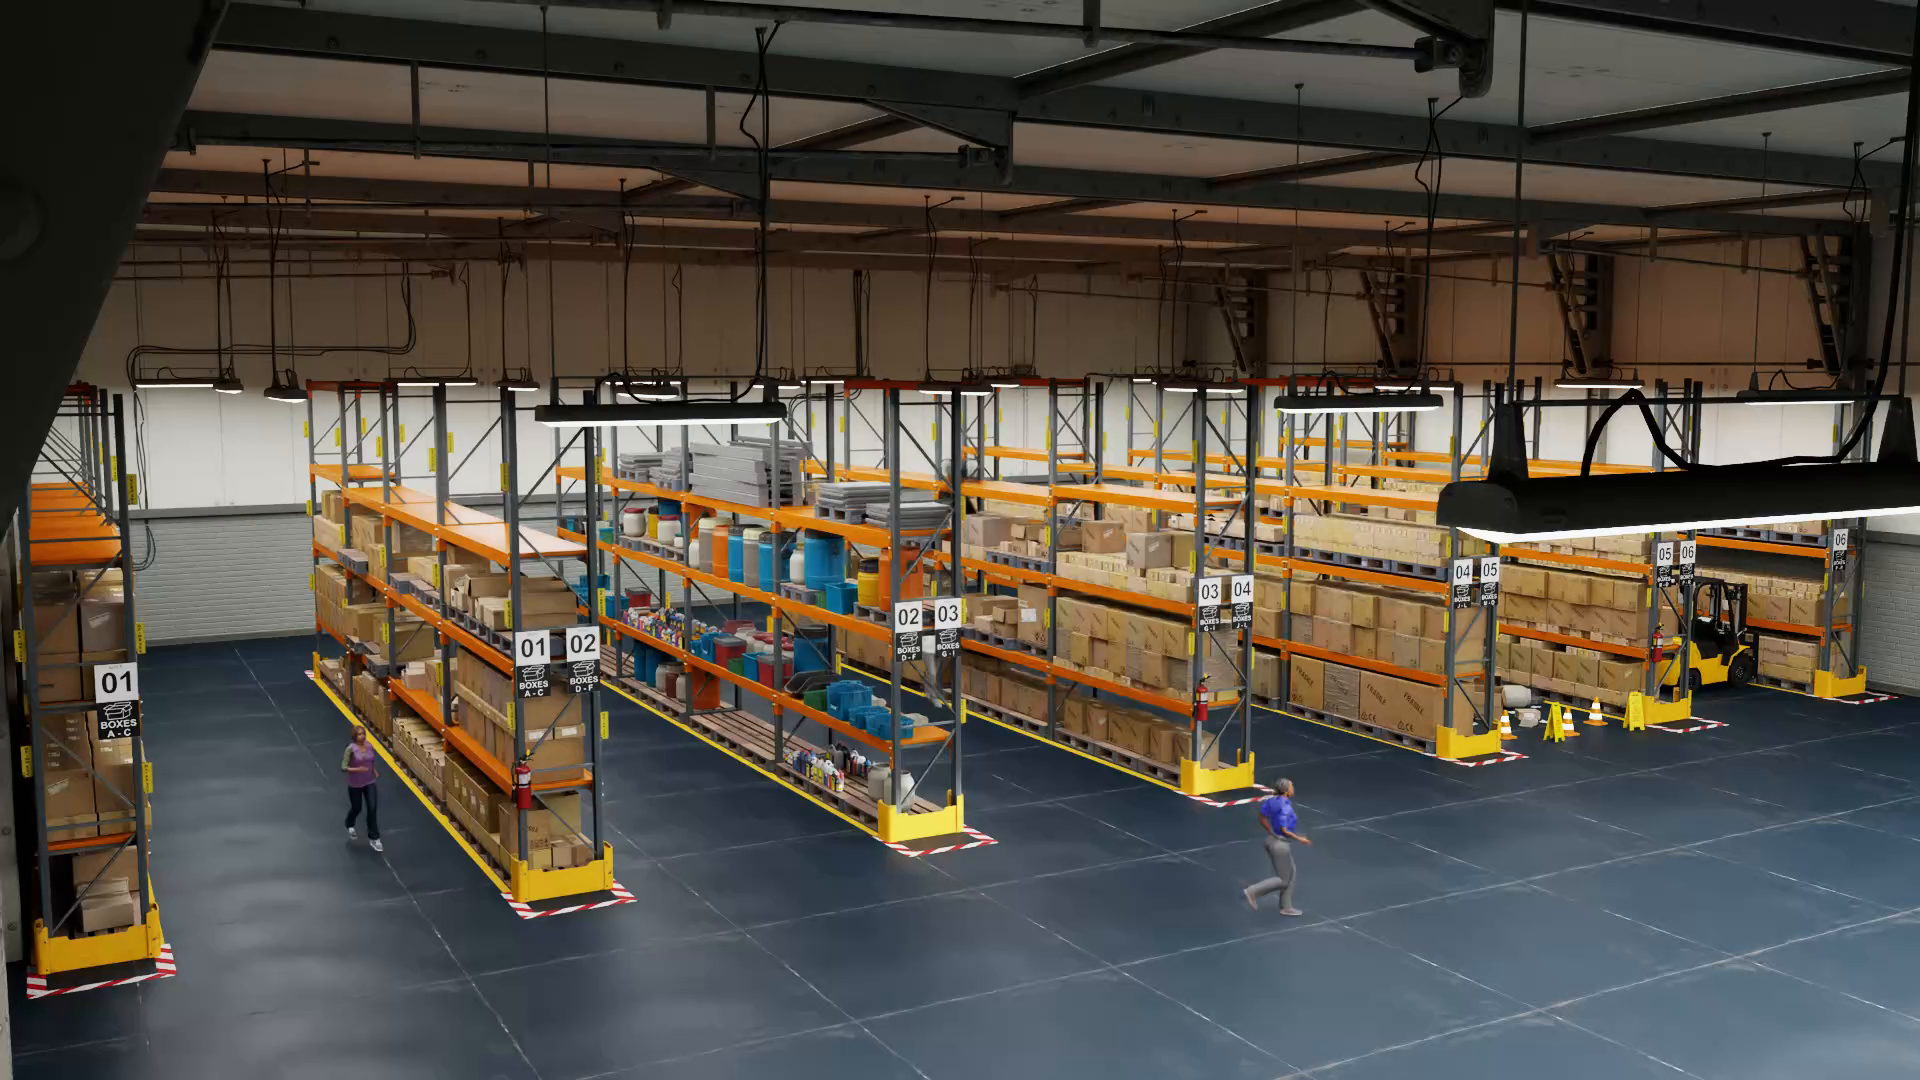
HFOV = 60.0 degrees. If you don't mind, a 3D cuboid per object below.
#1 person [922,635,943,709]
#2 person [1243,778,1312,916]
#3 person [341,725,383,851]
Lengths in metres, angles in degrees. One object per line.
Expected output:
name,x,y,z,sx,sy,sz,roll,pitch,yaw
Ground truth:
person,-0.473,2.011,29.493,0.636,1.833,0.793,-4,7,-33
person,3.576,3.516,18.990,0.768,1.624,0.565,-1,6,-12
person,-7.827,3.207,21.724,0.535,1.606,0.851,-6,8,-43
